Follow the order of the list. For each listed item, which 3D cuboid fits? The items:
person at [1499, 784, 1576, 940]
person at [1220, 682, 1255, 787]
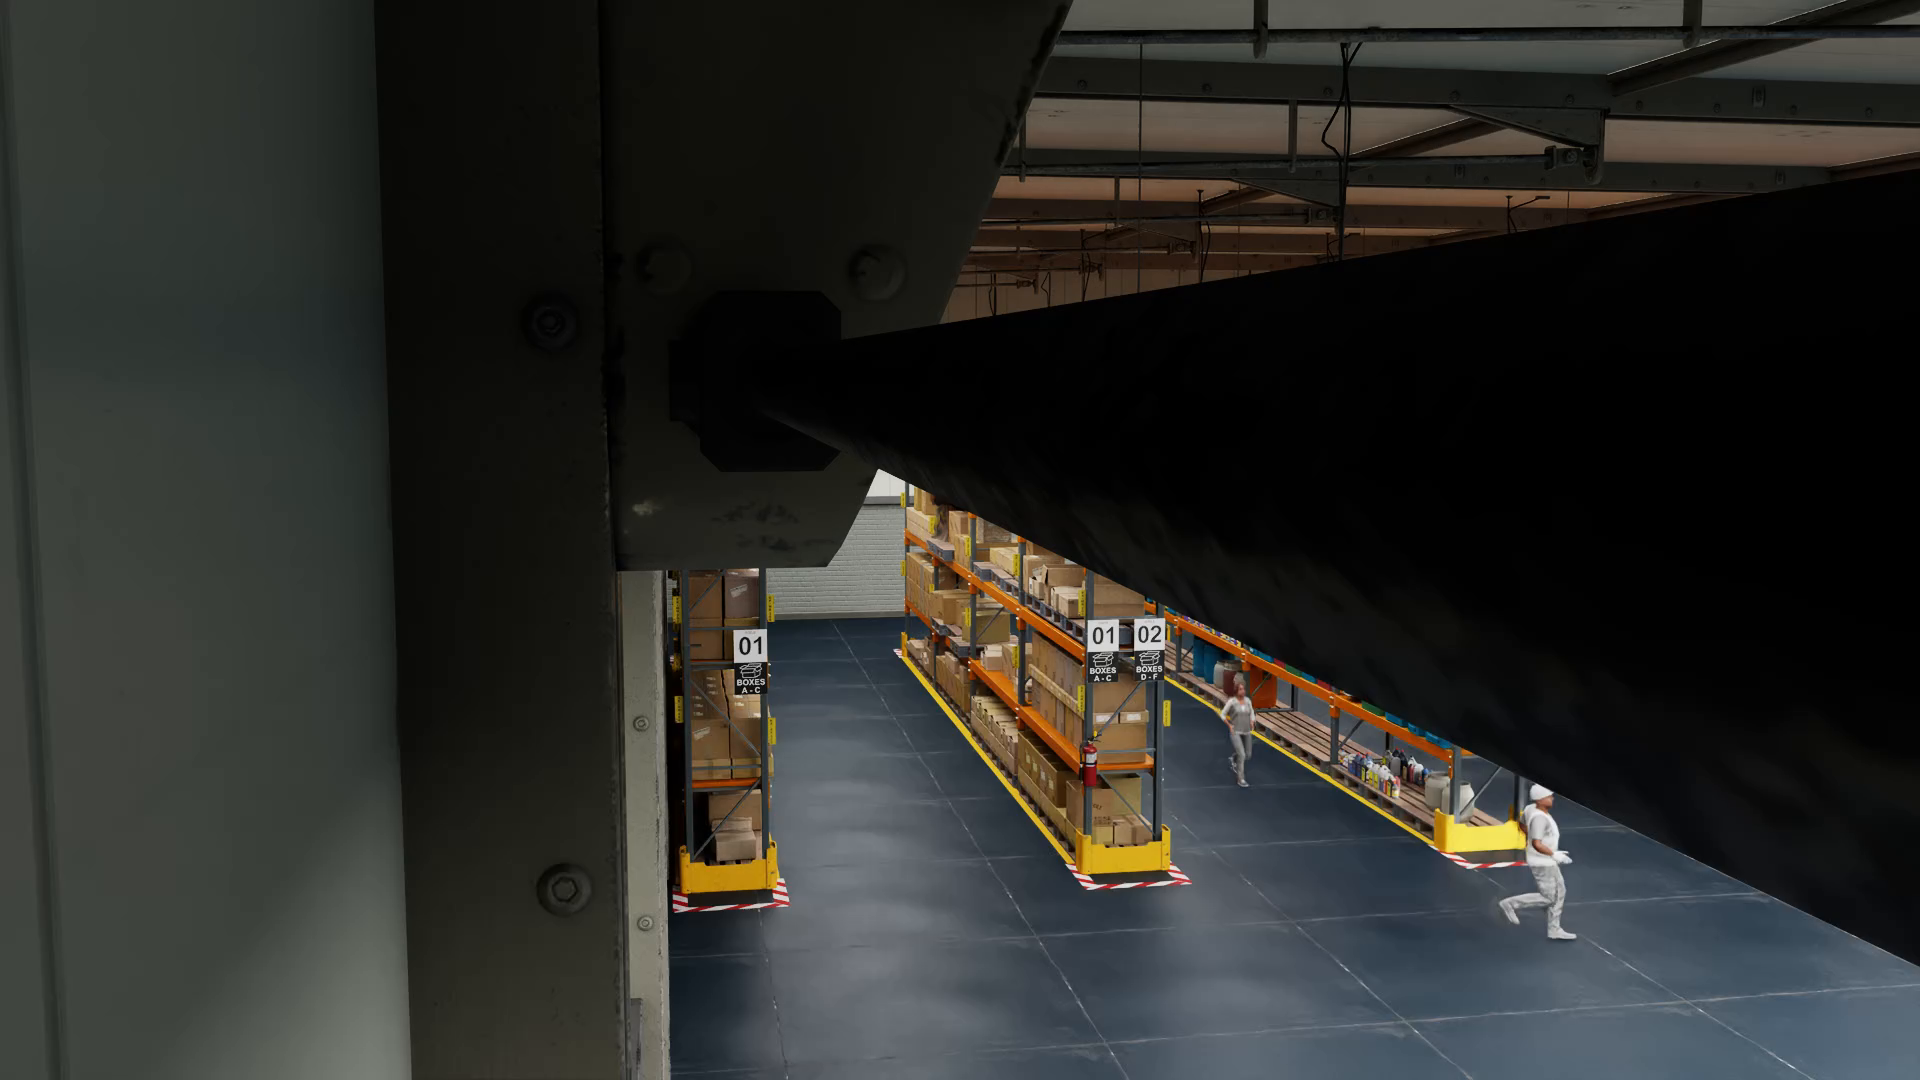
[{"bbox_3d":[6.432,3.558,18.459,0.837,1.744,0.696,2,6,14],"label":"person"},{"bbox_3d":[4.231,2.934,25.312,0.542,1.553,0.680,-2,6,-16],"label":"person"}]
